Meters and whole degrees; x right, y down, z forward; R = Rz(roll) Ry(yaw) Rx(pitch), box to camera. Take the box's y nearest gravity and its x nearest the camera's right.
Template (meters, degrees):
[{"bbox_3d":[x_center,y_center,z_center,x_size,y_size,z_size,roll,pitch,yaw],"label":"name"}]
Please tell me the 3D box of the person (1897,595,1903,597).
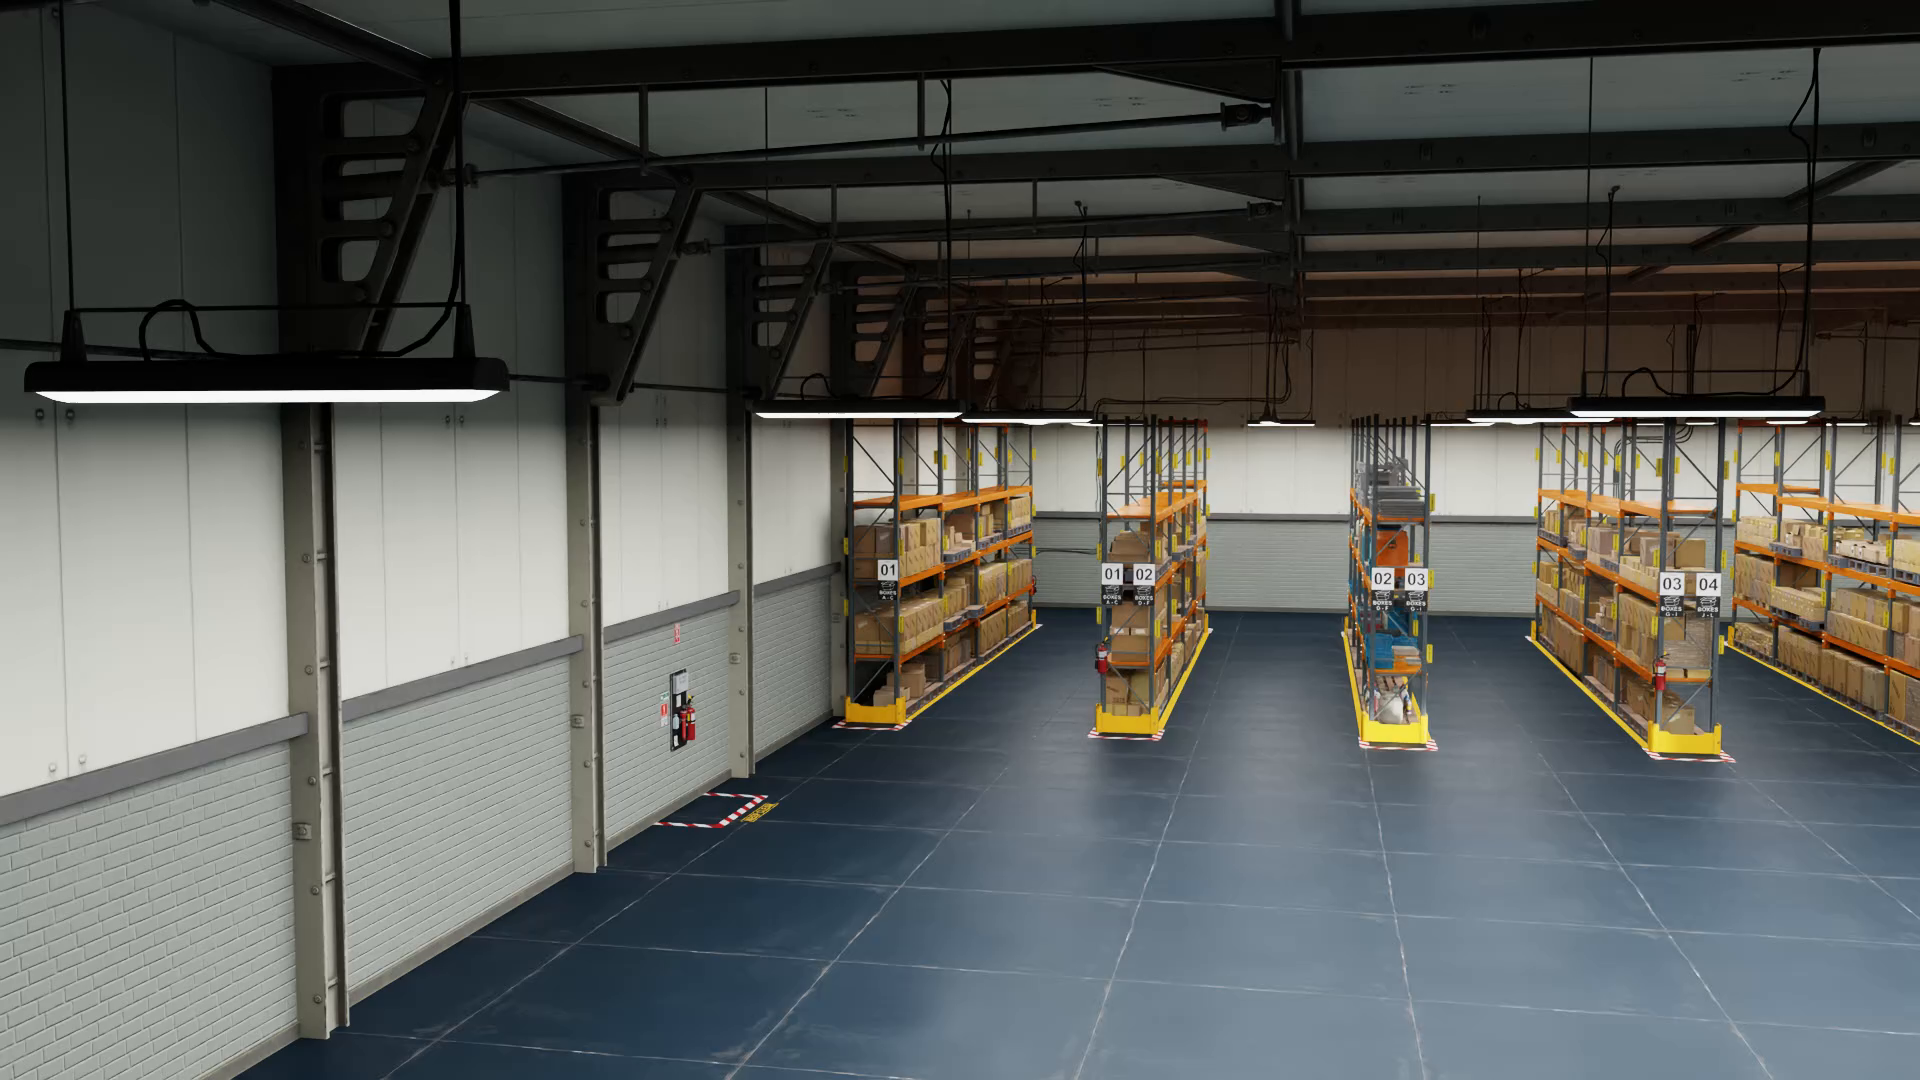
[{"bbox_3d":[23.313,2.168,41.225,0.460,1.623,0.841,-1,4,-14],"label":"person"}]
